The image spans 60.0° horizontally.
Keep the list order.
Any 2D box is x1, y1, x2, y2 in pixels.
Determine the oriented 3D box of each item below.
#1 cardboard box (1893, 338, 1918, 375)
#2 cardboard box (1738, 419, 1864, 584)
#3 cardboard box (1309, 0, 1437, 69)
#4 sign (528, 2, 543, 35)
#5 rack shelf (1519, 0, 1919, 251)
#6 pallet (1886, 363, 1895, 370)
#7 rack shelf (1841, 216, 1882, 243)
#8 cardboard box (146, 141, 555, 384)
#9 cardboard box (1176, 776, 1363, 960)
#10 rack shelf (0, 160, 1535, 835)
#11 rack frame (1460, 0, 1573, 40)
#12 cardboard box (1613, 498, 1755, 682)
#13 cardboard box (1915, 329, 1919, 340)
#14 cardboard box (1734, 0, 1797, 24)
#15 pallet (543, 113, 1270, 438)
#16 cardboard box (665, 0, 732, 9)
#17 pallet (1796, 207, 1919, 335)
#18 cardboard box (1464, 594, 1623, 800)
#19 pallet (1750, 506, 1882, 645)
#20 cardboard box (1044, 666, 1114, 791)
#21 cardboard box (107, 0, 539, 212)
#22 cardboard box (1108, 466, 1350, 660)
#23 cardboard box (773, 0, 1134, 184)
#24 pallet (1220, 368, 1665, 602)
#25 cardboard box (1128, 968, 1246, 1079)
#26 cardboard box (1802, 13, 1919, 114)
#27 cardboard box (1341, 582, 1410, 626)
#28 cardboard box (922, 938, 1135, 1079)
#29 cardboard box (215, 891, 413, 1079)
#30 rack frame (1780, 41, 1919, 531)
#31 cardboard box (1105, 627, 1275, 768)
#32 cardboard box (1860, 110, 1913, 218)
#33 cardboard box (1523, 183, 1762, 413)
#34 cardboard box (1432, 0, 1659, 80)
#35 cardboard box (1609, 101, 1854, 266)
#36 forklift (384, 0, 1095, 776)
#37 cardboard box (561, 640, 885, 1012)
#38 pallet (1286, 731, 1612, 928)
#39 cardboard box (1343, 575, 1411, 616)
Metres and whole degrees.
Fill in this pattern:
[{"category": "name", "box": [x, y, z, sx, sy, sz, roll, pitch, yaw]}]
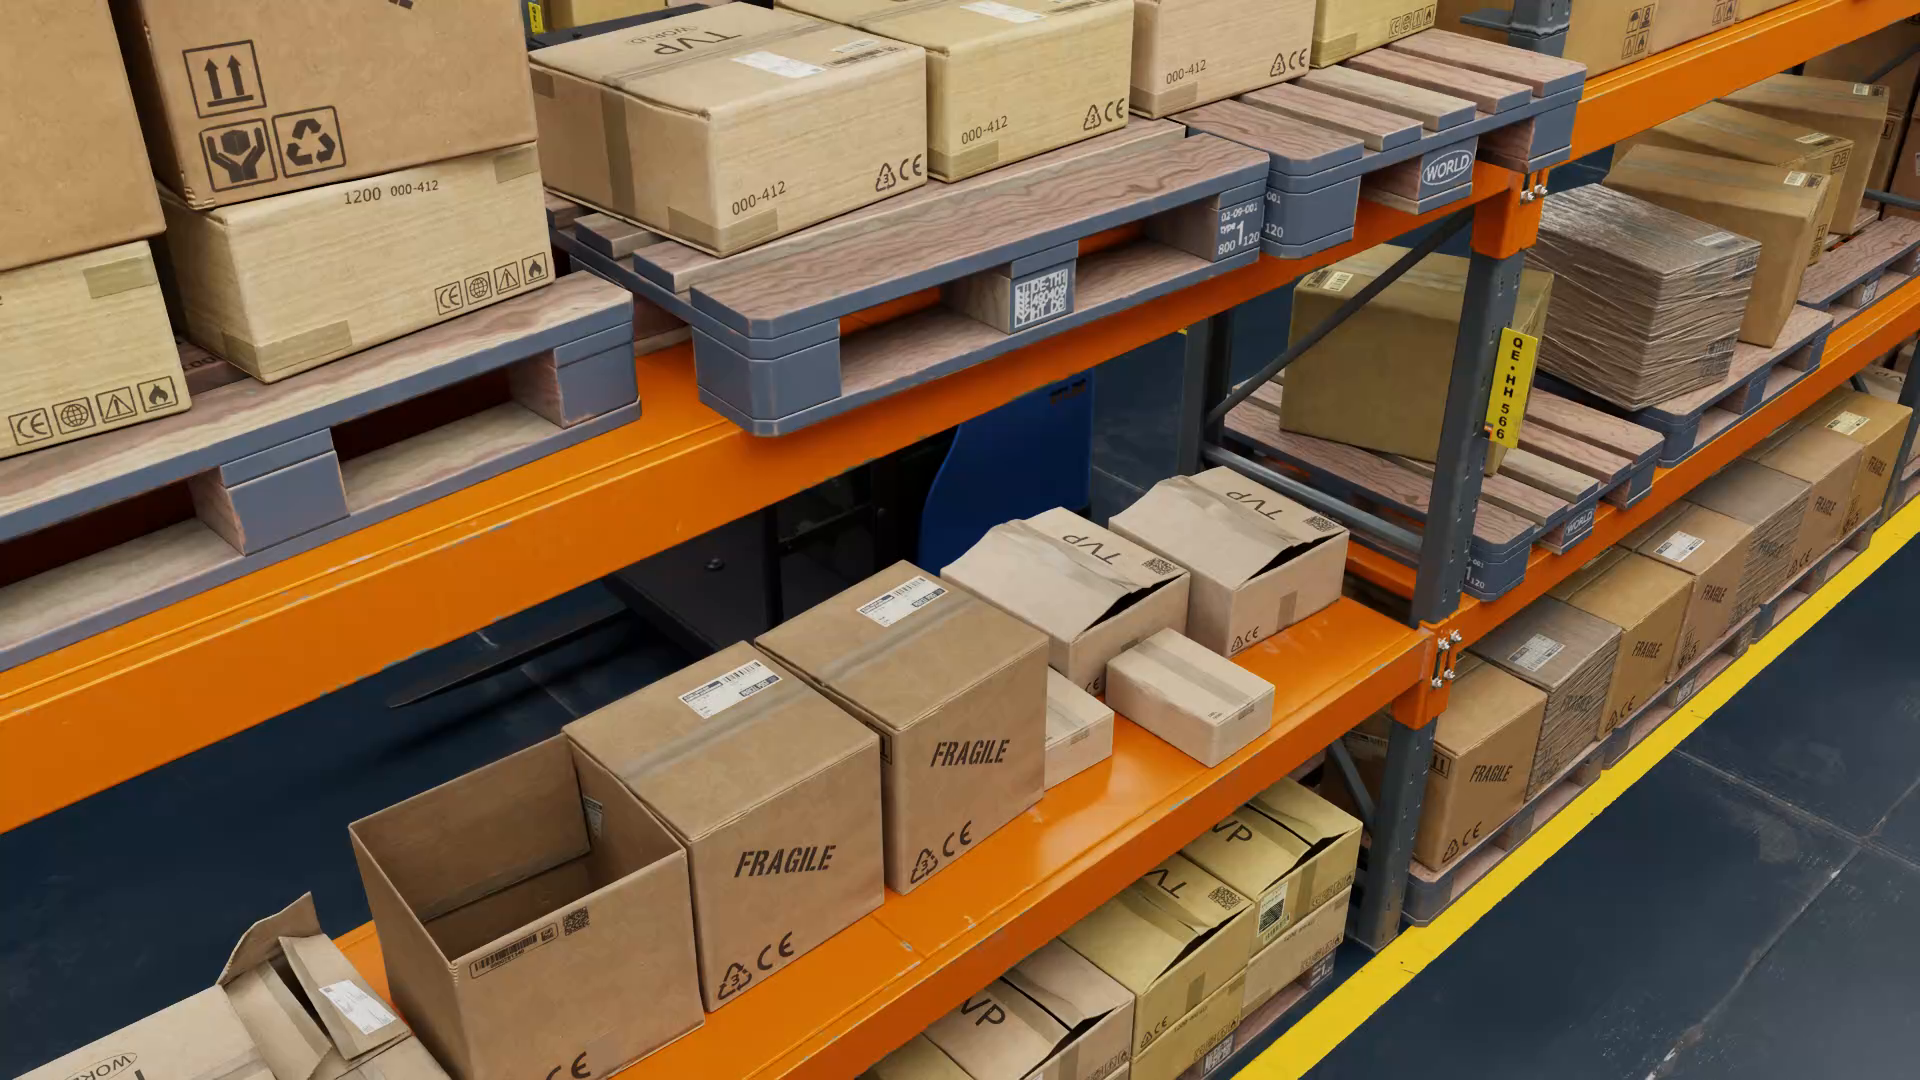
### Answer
[{"category": "cardboard box", "box": [5.097, -0.892, 8.628, 0.250, 0.166, 0.380, -26, 40, -35]}, {"category": "cardboard box", "box": [3.479, -0.201, 7.178, 0.500, 0.500, 0.500, -26, 40, -35]}, {"category": "cardboard box", "box": [0.787, -1.330, 3.916, 0.500, 0.250, 0.500, 26, 40, 35]}, {"category": "sign", "box": [-1.914, -2.267, 7.549, 0.005, 0.325, 0.100, -26, 40, -35]}, {"category": "rack shelf", "box": [2.548, -1.800, 5.633, 4.000, 0.370, 1.077, -26, 40, -35]}, {"category": "pallet", "box": [5.413, -1.025, 9.224, 1.213, 0.211, 1.003, -26, 40, -35]}, {"category": "rack shelf", "box": [5.481, -1.939, 8.735, 4.000, 0.370, 1.077, -26, 40, -35]}, {"category": "cardboard box", "box": [-0.993, -0.505, 2.566, 0.500, 0.250, 0.500, 25, 39, 34]}, {"category": "cardboard box", "box": [0.864, 0.917, 5.071, 0.500, 0.311, 0.500, -25, 39, -34]}, {"category": "rack shelf", "box": [-0.385, -0.381, 3.312, 4.000, 0.370, 1.077, -26, 40, -35]}, {"category": "rack frame", "box": [1.081, -2.677, 3.502, 0.127, 3.000, 1.000, -26, 40, -35]}, {"category": "cardboard box", "box": [2.740, 0.158, 6.591, 0.500, 0.500, 0.500, -27, 41, -37]}, {"category": "cardboard box", "box": [5.388, -1.328, 9.017, 0.637, 0.503, 0.797, -26, 40, -35]}, {"category": "cardboard box", "box": [2.133, -1.973, 5.130, 0.500, 0.500, 0.910, -26, 40, -35]}, {"category": "pallet", "box": [-0.174, -0.644, 3.234, 1.213, 0.211, 1.003, -24, 39, -33]}, {"category": "cardboard box", "box": [-1.388, -2.763, 8.274, 0.500, 0.250, 0.500, -26, 40, -36]}, {"category": "pallet", "box": [3.354, -1.213, 7.042, 1.213, 0.211, 1.003, -26, 40, -35]}, {"category": "cardboard box", "box": [1.989, 0.521, 5.997, 0.500, 0.500, 0.500, -27, 41, -37]}, {"category": "pallet", "box": [3.443, -0.044, 7.620, 1.213, 0.211, 1.003, -26, 40, -35]}, {"category": "cardboard box", "box": [0.184, 0.463, 4.358, 0.250, 0.149, 0.380, -23, 38, -32]}, {"category": "cardboard box", "box": [-0.971, -0.828, 2.376, 0.500, 0.500, 0.500, -22, 38, -31]}, {"category": "cardboard box", "box": [0.785, 0.033, 4.907, 0.500, 0.311, 0.500, -23, 38, -33]}, {"category": "cardboard box", "box": [-0.013, -0.939, 3.276, 0.500, 0.250, 0.500, -27, 40, -36]}, {"category": "pallet", "box": [1.530, -0.303, 5.554, 1.003, 0.211, 1.213, -26, 40, -35]}, {"category": "cardboard box", "box": [0.486, 1.340, 4.916, 0.500, 0.250, 0.500, -26, 40, -36]}, {"category": "cardboard box", "box": [4.209, -2.284, 7.556, 0.500, 0.500, 0.500, -26, 40, -35]}, {"category": "cardboard box", "box": [1.607, 0.339, 6.294, 0.500, 0.500, 0.500, -24, 39, -34]}, {"category": "cardboard box", "box": [0.116, 1.282, 4.474, 0.500, 0.311, 0.500, -26, 40, -36]}, {"category": "cardboard box", "box": [-1.332, 0.976, 3.407, 0.258, 0.266, 0.396, -27, 40, -37]}, {"category": "rack frame", "box": [4.014, -1.537, 7.388, 0.127, 3.000, 1.000, -26, 40, -35]}, {"category": "cardboard box", "box": [0.609, 0.414, 4.438, 0.250, 0.149, 0.380, -26, 40, -35]}, {"category": "cardboard box", "box": [4.206, -1.855, 7.812, 0.500, 0.500, 0.500, -25, 39, -35]}, {"category": "cardboard box", "box": [2.267, -0.857, 5.778, 0.500, 0.500, 0.700, -18, 36, -27]}, {"category": "cardboard box", "box": [1.378, -1.608, 4.533, 0.500, 0.500, 0.910, -26, 40, -35]}, {"category": "cardboard box", "box": [3.054, -1.408, 6.678, 0.500, 0.500, 0.700, -19, 36, -28]}, {"category": "forklift", "box": [-0.842, -0.844, 6.321, 3.031, 2.935, 1.130, -25, 39, -35]}, {"category": "cardboard box", "box": [-0.524, 0.628, 3.752, 0.500, 0.500, 0.500, -26, 40, -35]}, {"category": "pallet", "box": [1.654, 0.822, 6.204, 1.213, 0.211, 1.003, -26, 40, -35]}, {"category": "cardboard box", "box": [1.646, -0.002, 6.134, 0.500, 0.250, 0.500, -24, 39, -34]}]
